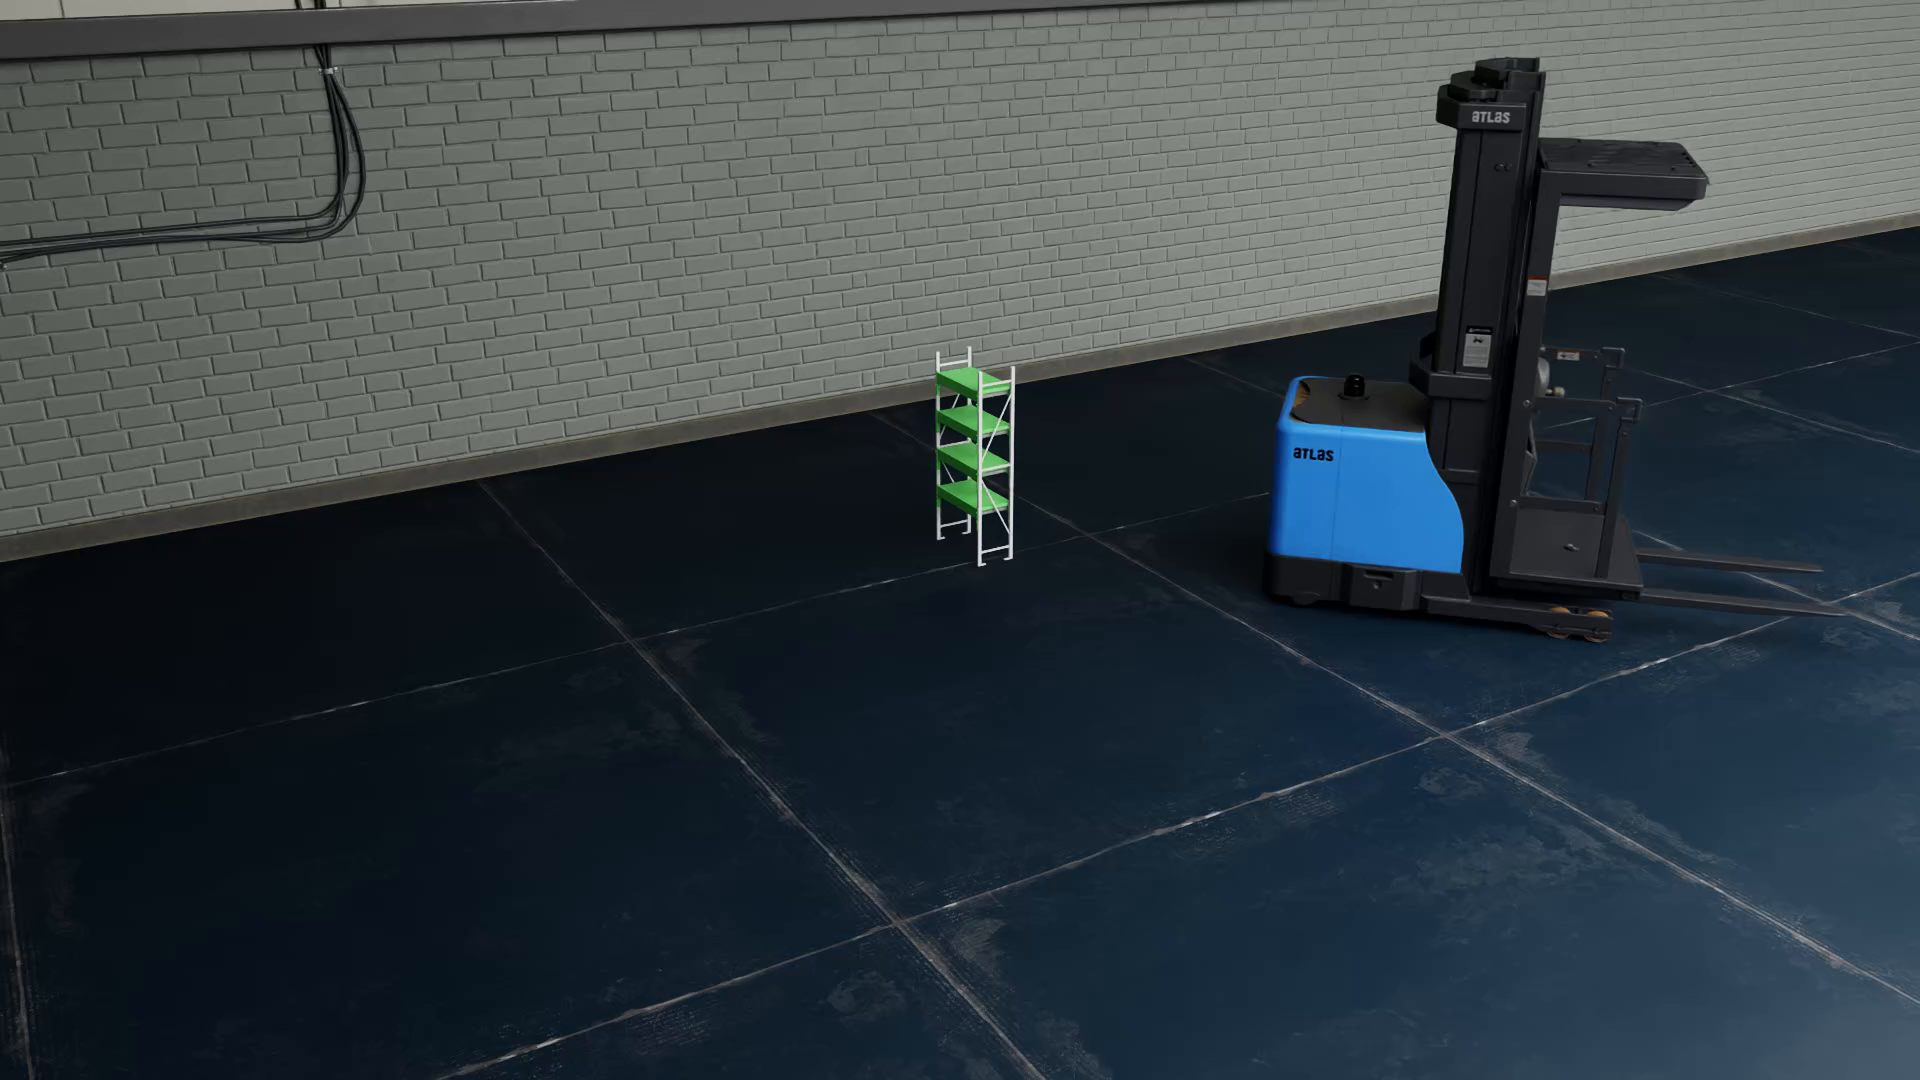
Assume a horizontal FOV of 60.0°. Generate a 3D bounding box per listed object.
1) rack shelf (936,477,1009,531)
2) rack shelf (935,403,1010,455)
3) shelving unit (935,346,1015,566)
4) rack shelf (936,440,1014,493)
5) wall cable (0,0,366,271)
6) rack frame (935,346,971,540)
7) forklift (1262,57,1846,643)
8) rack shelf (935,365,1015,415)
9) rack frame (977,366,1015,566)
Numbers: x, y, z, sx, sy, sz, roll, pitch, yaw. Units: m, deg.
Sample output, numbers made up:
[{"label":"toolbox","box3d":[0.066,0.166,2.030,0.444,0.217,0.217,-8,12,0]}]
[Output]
[{"label":"rack shelf","box3d":[0.085,-0.221,10.068,0.258,0.148,0.480,-13,25,-28]},{"label":"rack shelf","box3d":[0.085,-0.665,9.887,0.258,0.148,0.480,-13,25,-28]},{"label":"shelving unit","box3d":[0.085,-0.502,9.954,0.258,1.200,0.503,-13,25,-28]},{"label":"rack shelf","box3d":[0.085,-0.443,9.978,0.258,0.148,0.480,-13,25,-28]},{"label":"wall cable","box3d":[-5.001,-2.753,9.259,3.097,2.526,0.112,-13,25,-28]},{"label":"rack frame","box3d":[-0.040,-0.581,10.148,0.240,1.200,0.015,-13,25,-28]},{"label":"forklift","box3d":[3.291,-1.029,8.949,3.031,2.935,1.130,6,23,14]},{"label":"rack shelf","box3d":[0.085,-0.888,9.797,0.258,0.148,0.480,-13,25,-28]},{"label":"rack frame","box3d":[0.209,-0.423,9.759,0.240,1.200,0.015,-13,25,-28]}]
